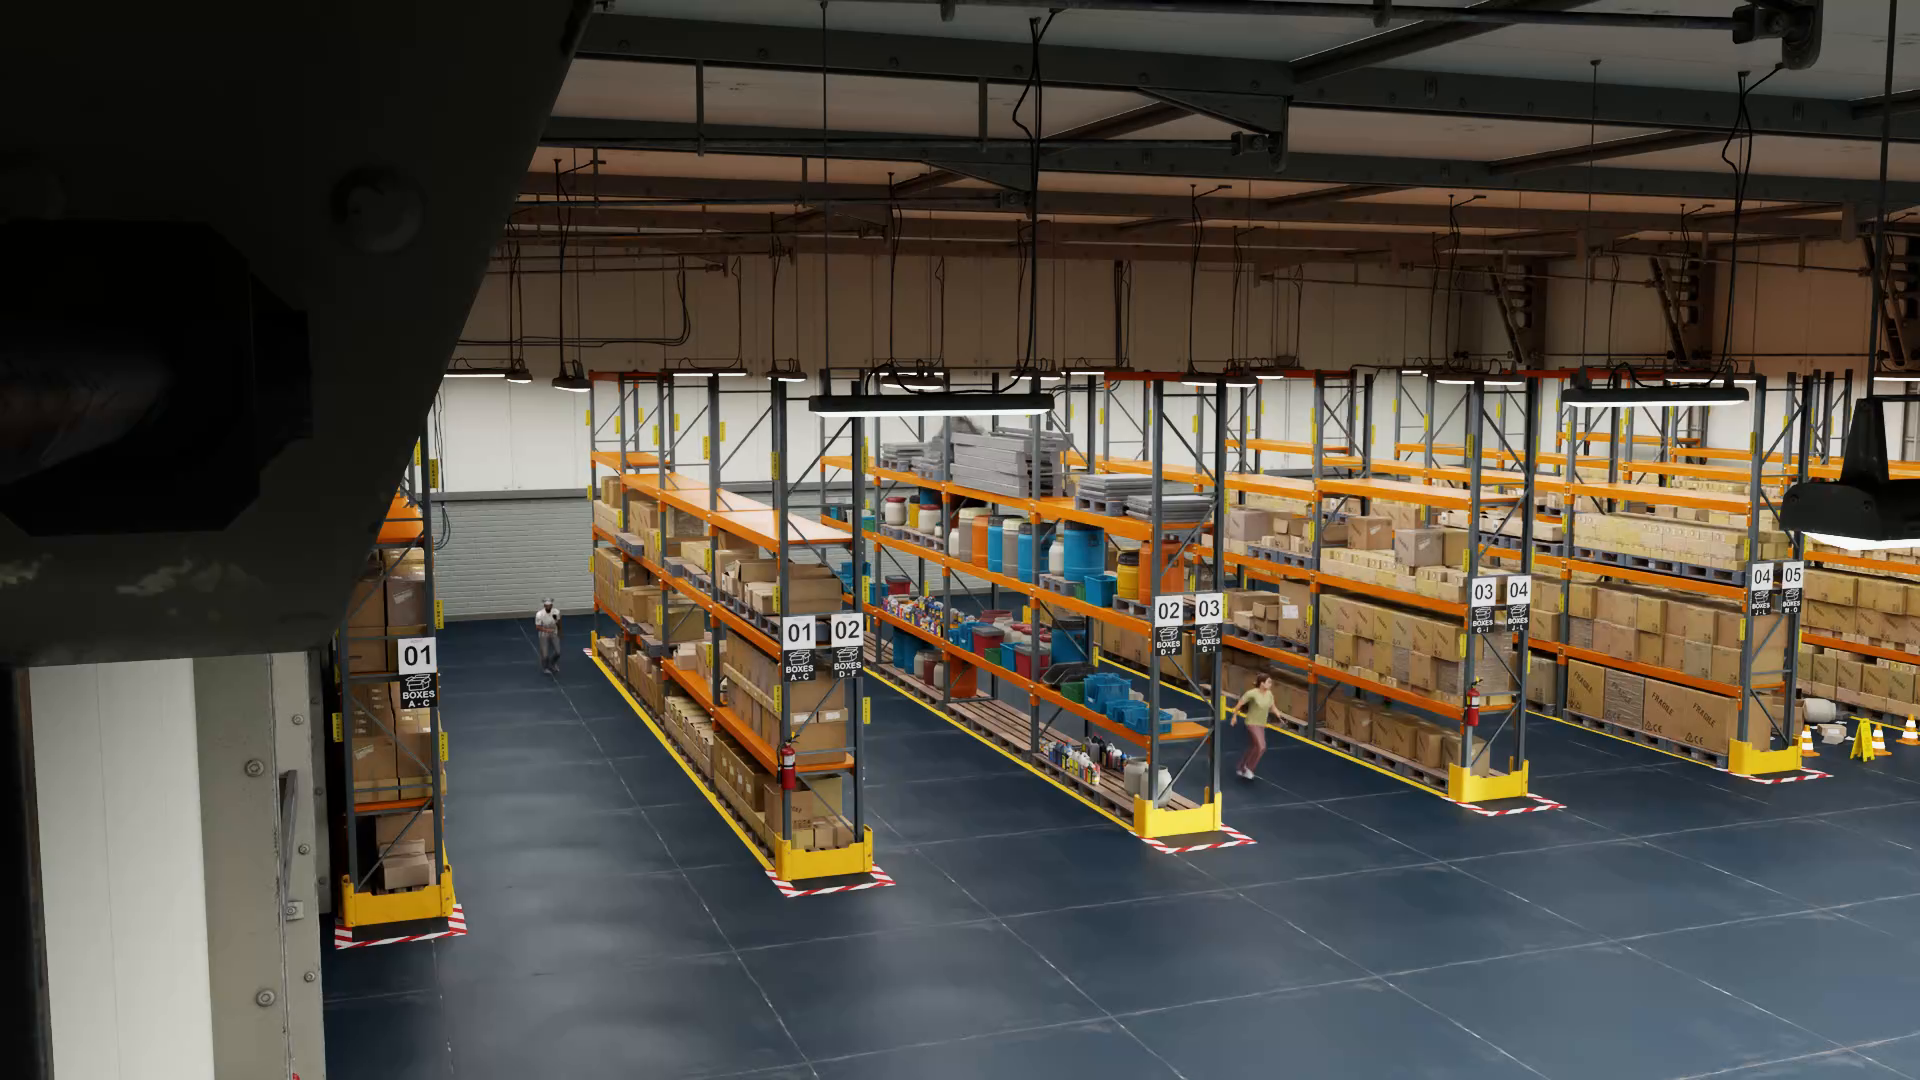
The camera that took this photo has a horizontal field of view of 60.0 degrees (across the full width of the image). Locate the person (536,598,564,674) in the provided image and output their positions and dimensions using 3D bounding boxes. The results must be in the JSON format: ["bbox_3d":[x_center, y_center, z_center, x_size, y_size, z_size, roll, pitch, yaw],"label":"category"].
[{"bbox_3d":[-8.100,1.893,32.830,0.576,1.575,0.774,-3,7,-28],"label":"person"}]

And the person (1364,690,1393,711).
[{"bbox_3d":[7.354,2.242,29.165,0.707,1.704,0.834,-2,7,-14],"label":"person"}]

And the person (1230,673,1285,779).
[{"bbox_3d":[4.446,2.768,24.706,0.552,1.597,0.744,-5,8,-37],"label":"person"}]
